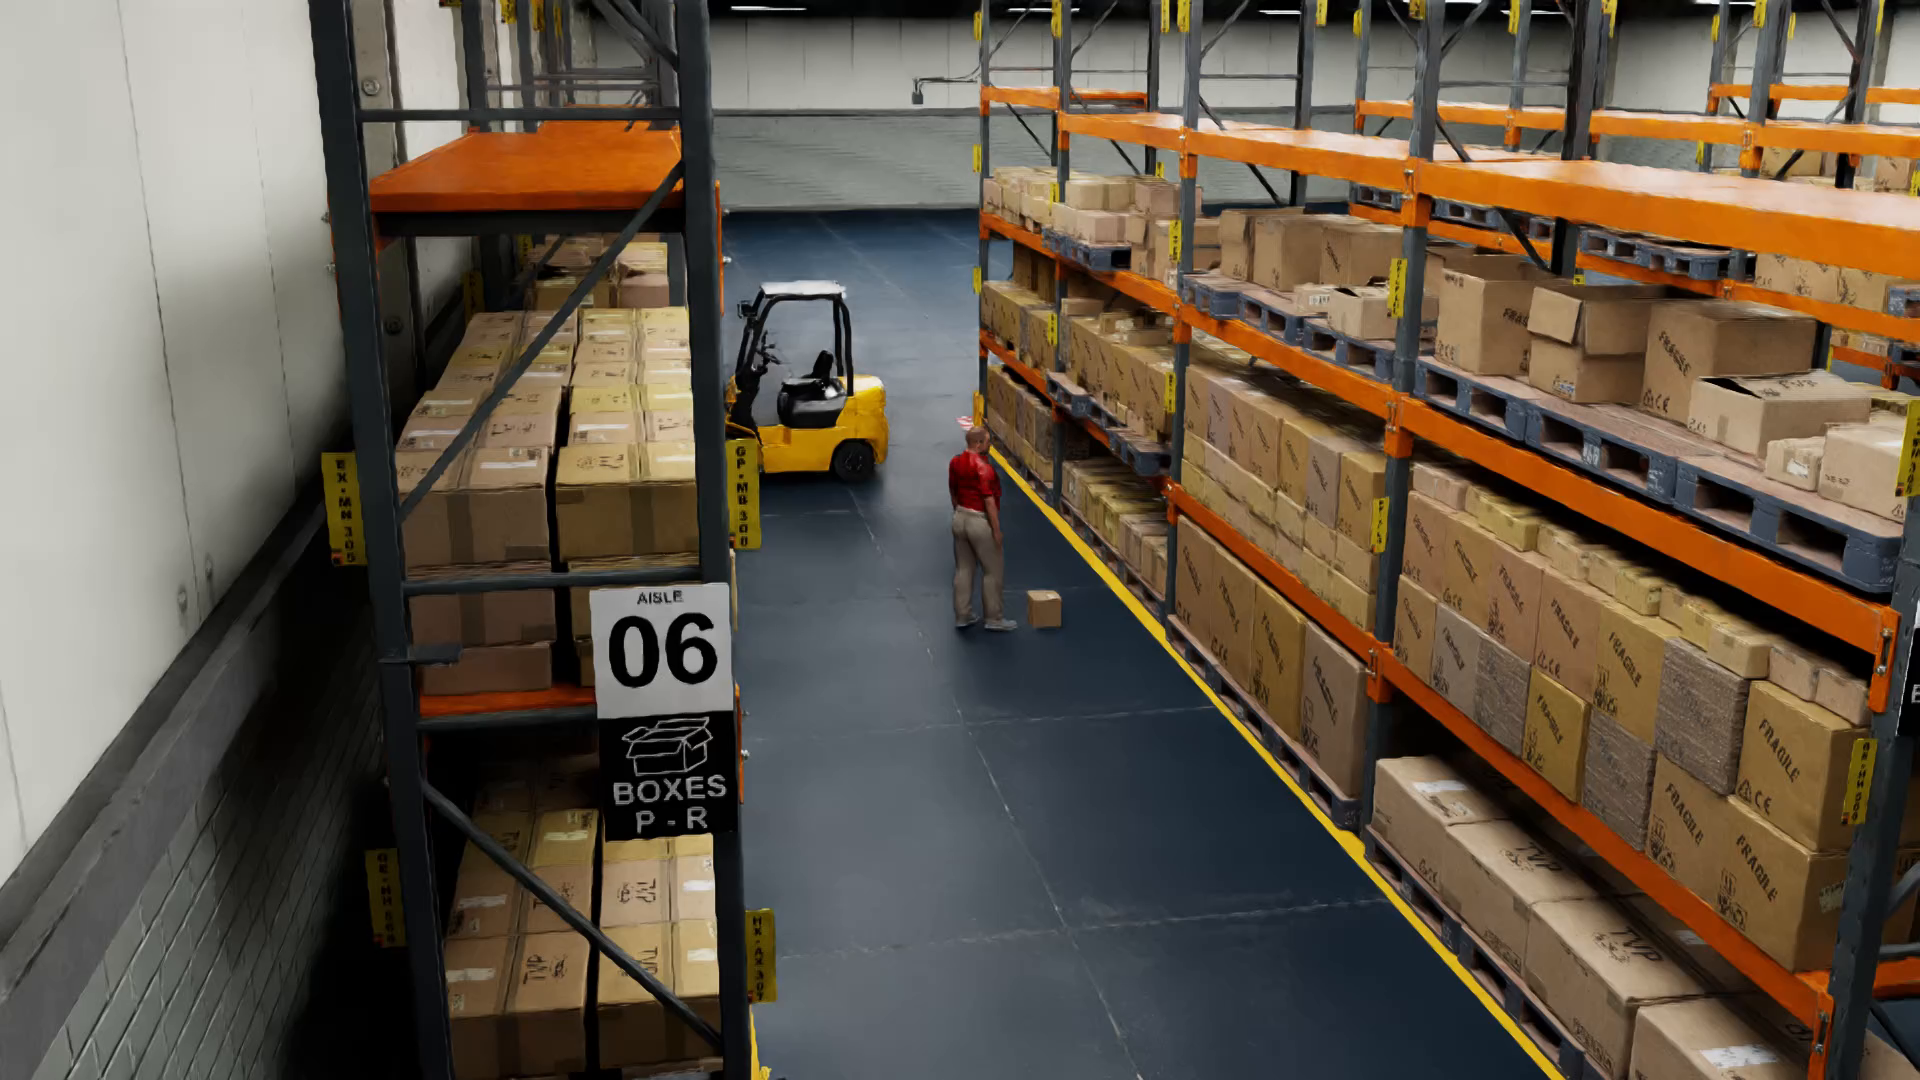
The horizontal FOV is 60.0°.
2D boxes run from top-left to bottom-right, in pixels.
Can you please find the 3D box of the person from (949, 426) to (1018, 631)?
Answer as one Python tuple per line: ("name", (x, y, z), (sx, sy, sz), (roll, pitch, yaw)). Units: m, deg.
("person", (0.179, -0.104, 13.894), (0.466, 1.754, 0.568), (-14, 22, -40))
